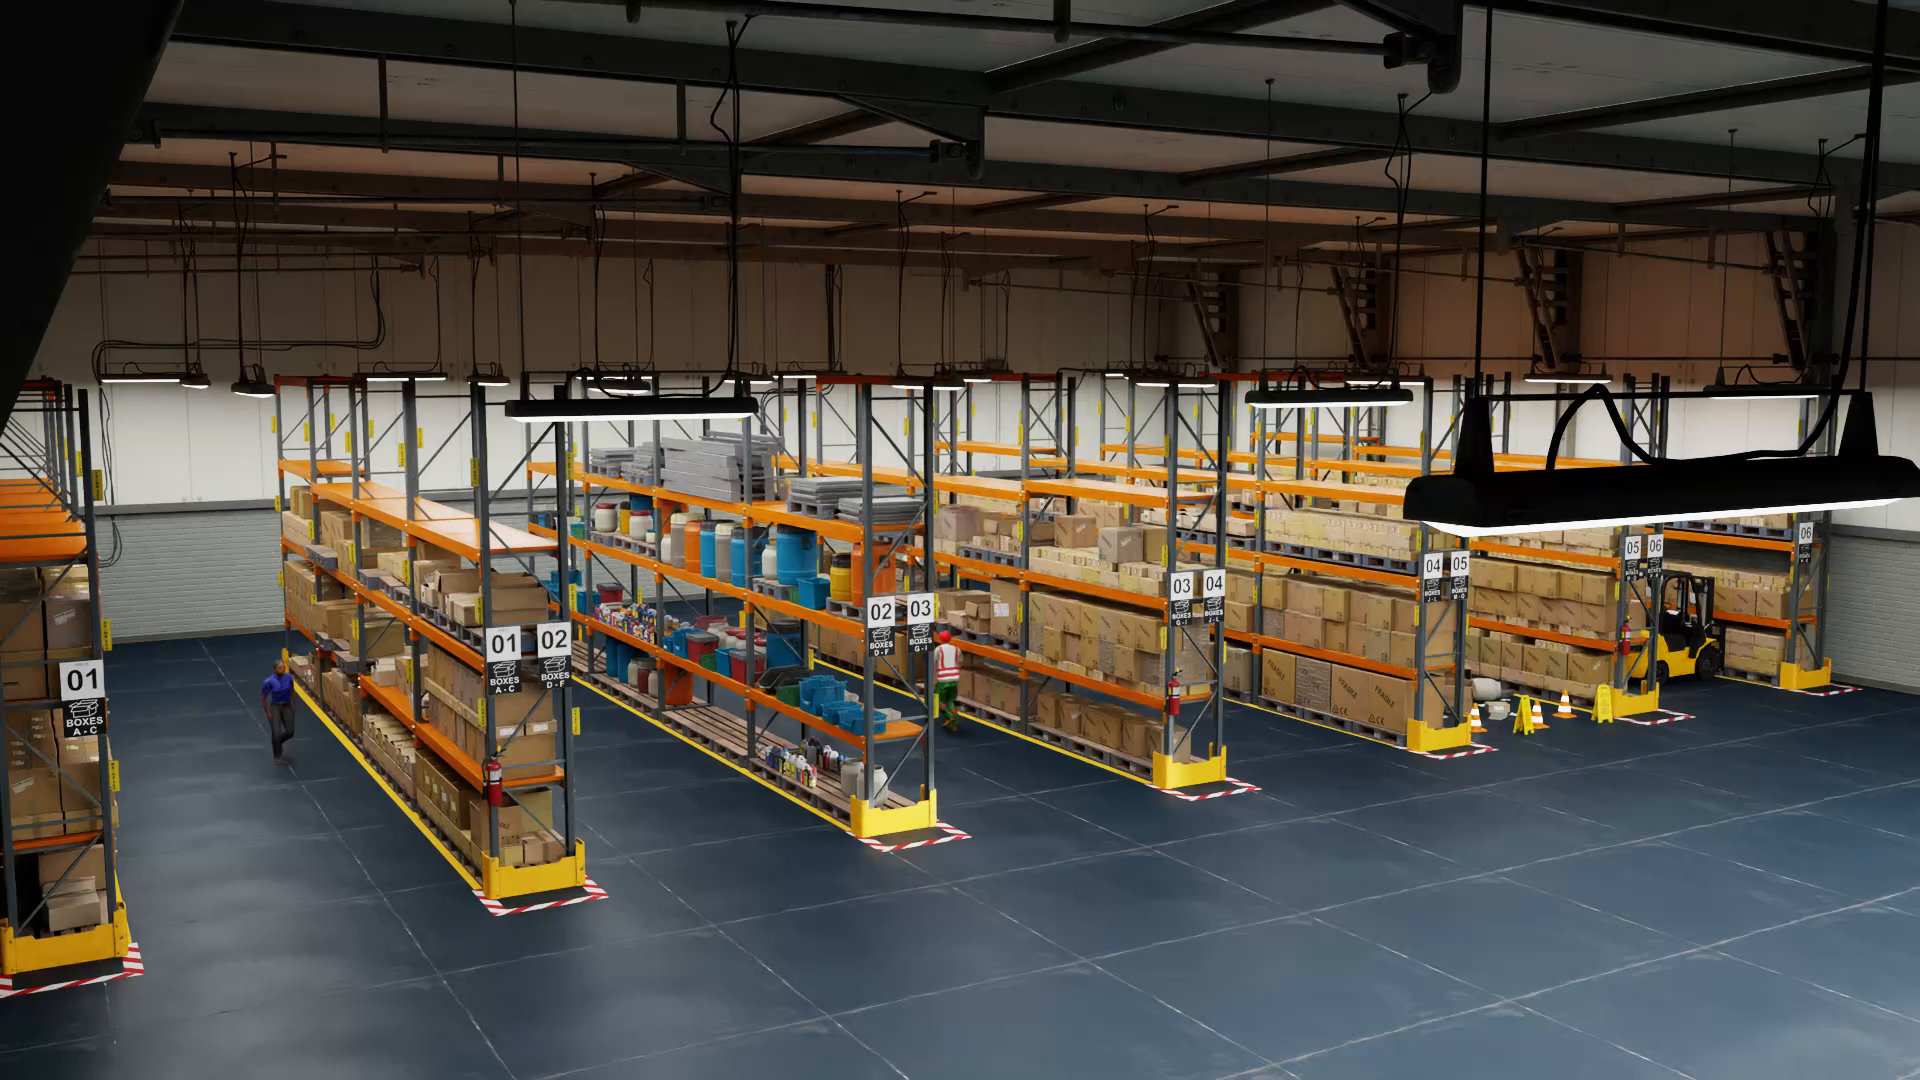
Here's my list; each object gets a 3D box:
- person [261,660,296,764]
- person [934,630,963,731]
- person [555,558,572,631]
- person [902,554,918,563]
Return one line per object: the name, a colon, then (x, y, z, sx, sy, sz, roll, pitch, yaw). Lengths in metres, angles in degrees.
person: (-10.737, 2.673, 26.189, 0.536, 1.633, 0.504, -5, 8, -39)
person: (-0.218, 2.391, 28.437, 0.655, 1.688, 0.788, -4, 7, -30)
person: (-8.963, 1.288, 37.978, 0.557, 1.762, 0.583, 3, 7, 24)
person: (-1.236, 0.921, 41.745, 0.463, 1.662, 0.695, 3, 7, 22)
